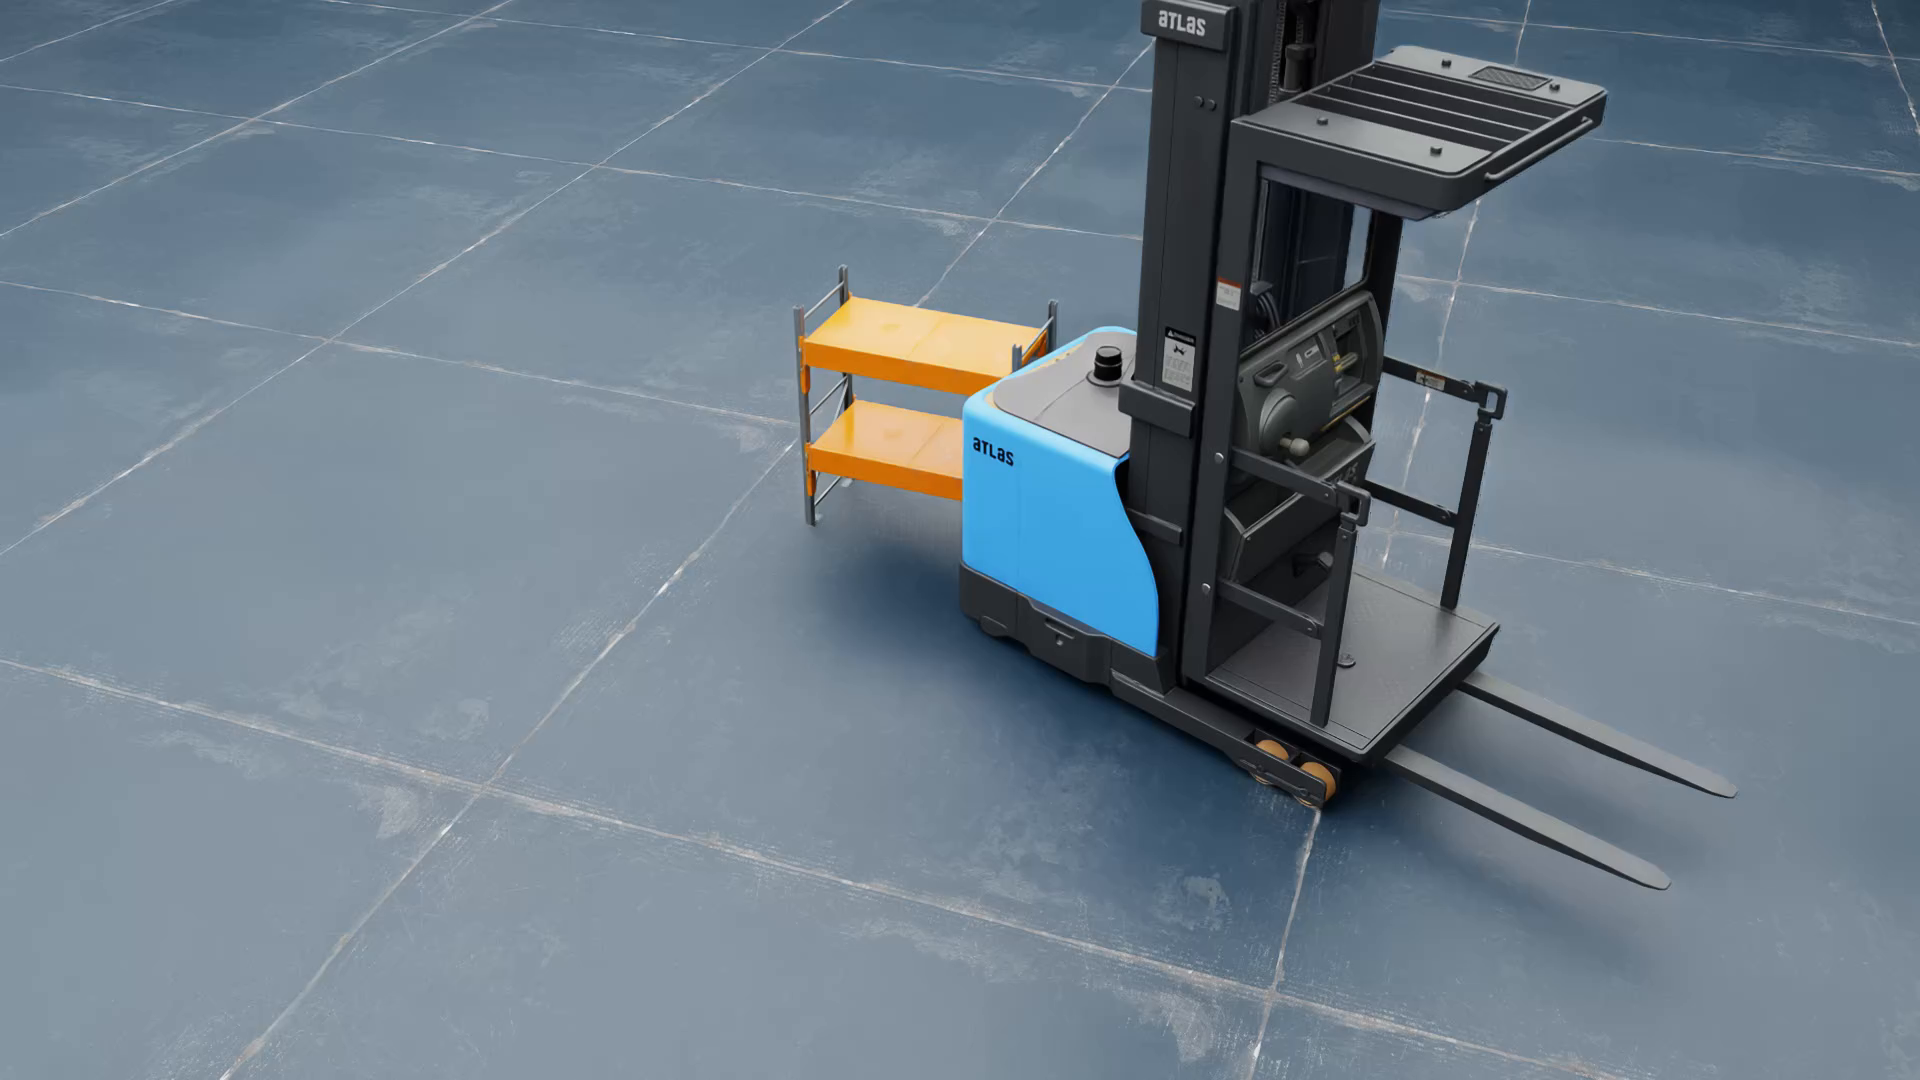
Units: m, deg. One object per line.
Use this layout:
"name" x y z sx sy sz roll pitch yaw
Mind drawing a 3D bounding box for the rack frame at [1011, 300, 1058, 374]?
"rack frame" 0.323 -0.455 7.418 0.032 1.125 0.500 12 35 18

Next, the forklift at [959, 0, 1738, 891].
"forklift" 1.434 -0.557 5.911 3.031 2.935 1.130 26 41 34

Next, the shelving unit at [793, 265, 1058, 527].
"shelving unit" -0.149 -0.558 7.577 1.048 1.125 0.538 12 35 18

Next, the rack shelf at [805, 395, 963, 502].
"rack shelf" -0.149 -0.352 7.709 1.000 0.278 0.538 12 35 18

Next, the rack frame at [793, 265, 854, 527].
"rack frame" -0.621 -0.660 7.736 0.032 1.125 0.500 12 35 18

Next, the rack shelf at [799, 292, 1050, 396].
"rack shelf" -0.149 -0.804 7.418 1.000 0.278 0.538 12 35 18
